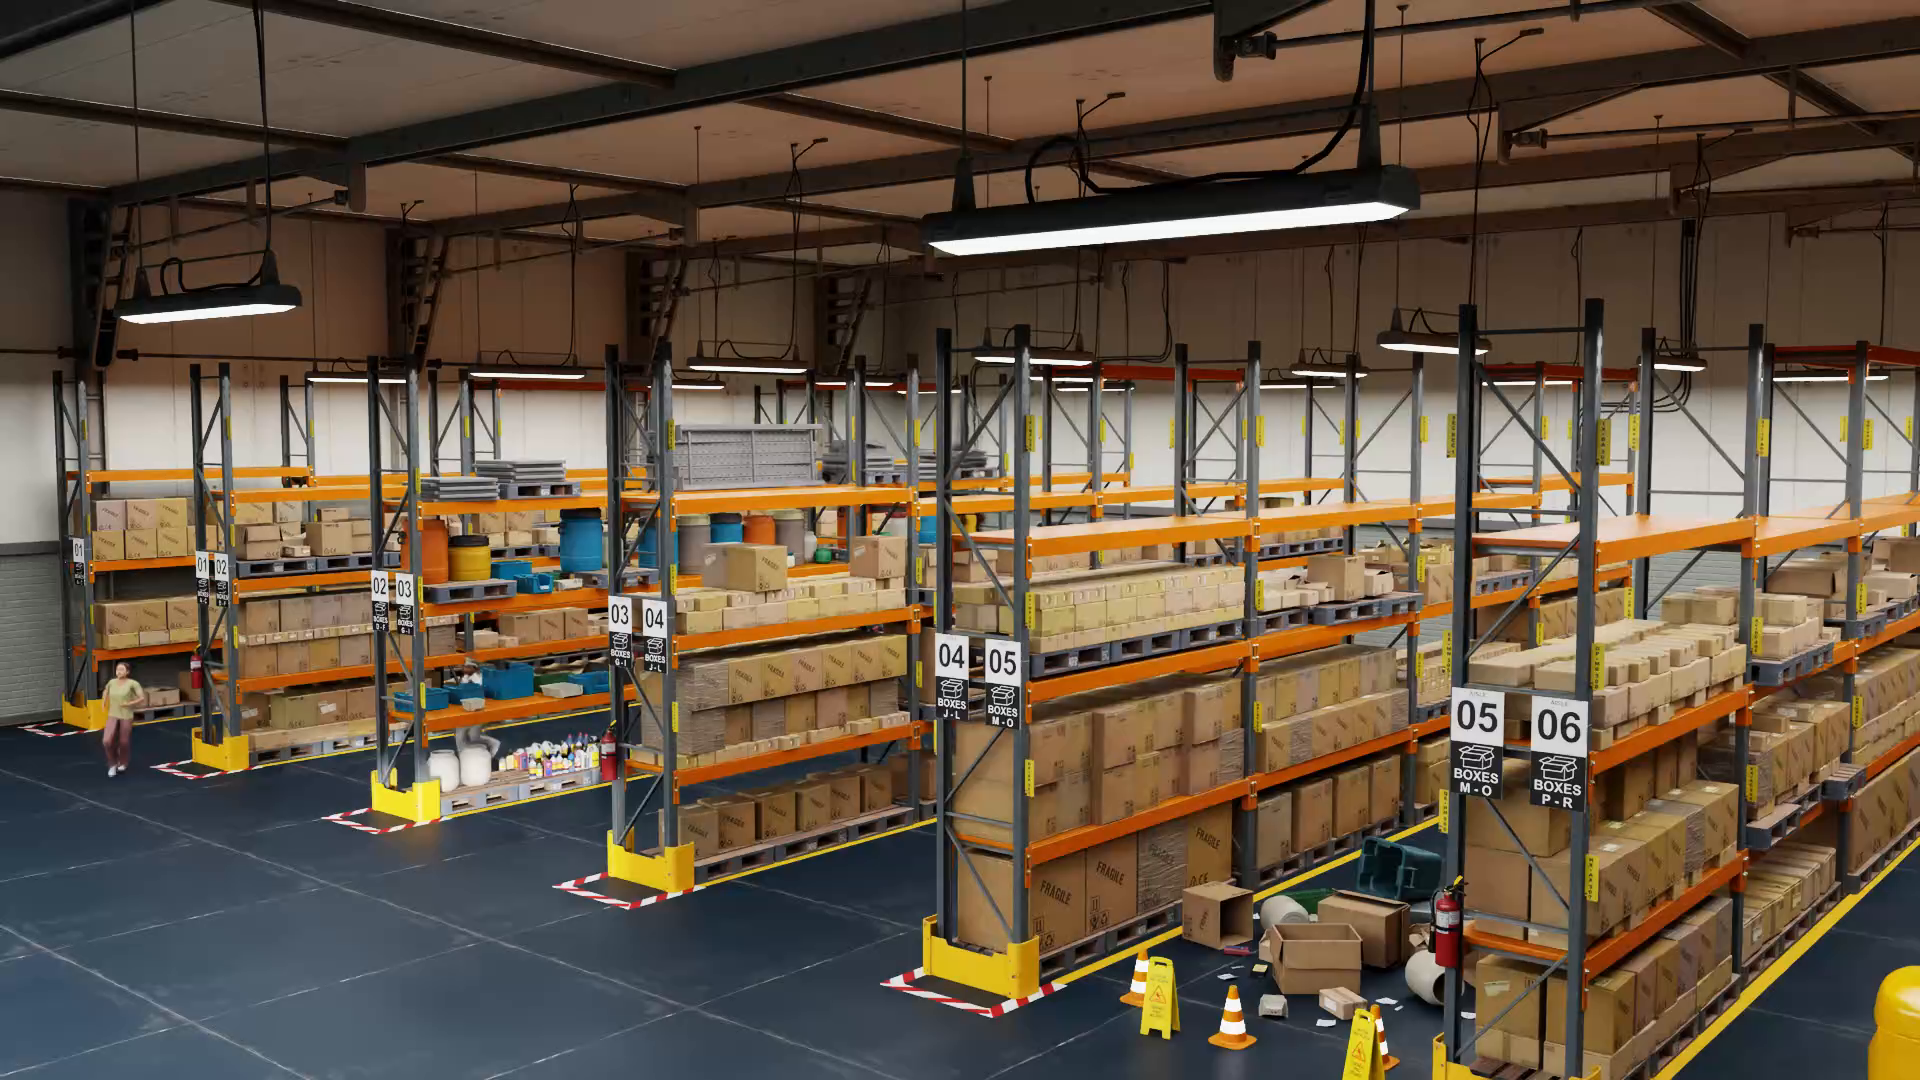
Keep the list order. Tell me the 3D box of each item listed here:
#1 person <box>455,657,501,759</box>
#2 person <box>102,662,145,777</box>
[{"bbox_3d":[-7.210,2.564,24.599,0.579,1.698,0.800,2,5,31],"label":"person"},{"bbox_3d":[-12.162,2.601,24.160,0.605,1.684,0.610,-1,4,-8],"label":"person"}]
